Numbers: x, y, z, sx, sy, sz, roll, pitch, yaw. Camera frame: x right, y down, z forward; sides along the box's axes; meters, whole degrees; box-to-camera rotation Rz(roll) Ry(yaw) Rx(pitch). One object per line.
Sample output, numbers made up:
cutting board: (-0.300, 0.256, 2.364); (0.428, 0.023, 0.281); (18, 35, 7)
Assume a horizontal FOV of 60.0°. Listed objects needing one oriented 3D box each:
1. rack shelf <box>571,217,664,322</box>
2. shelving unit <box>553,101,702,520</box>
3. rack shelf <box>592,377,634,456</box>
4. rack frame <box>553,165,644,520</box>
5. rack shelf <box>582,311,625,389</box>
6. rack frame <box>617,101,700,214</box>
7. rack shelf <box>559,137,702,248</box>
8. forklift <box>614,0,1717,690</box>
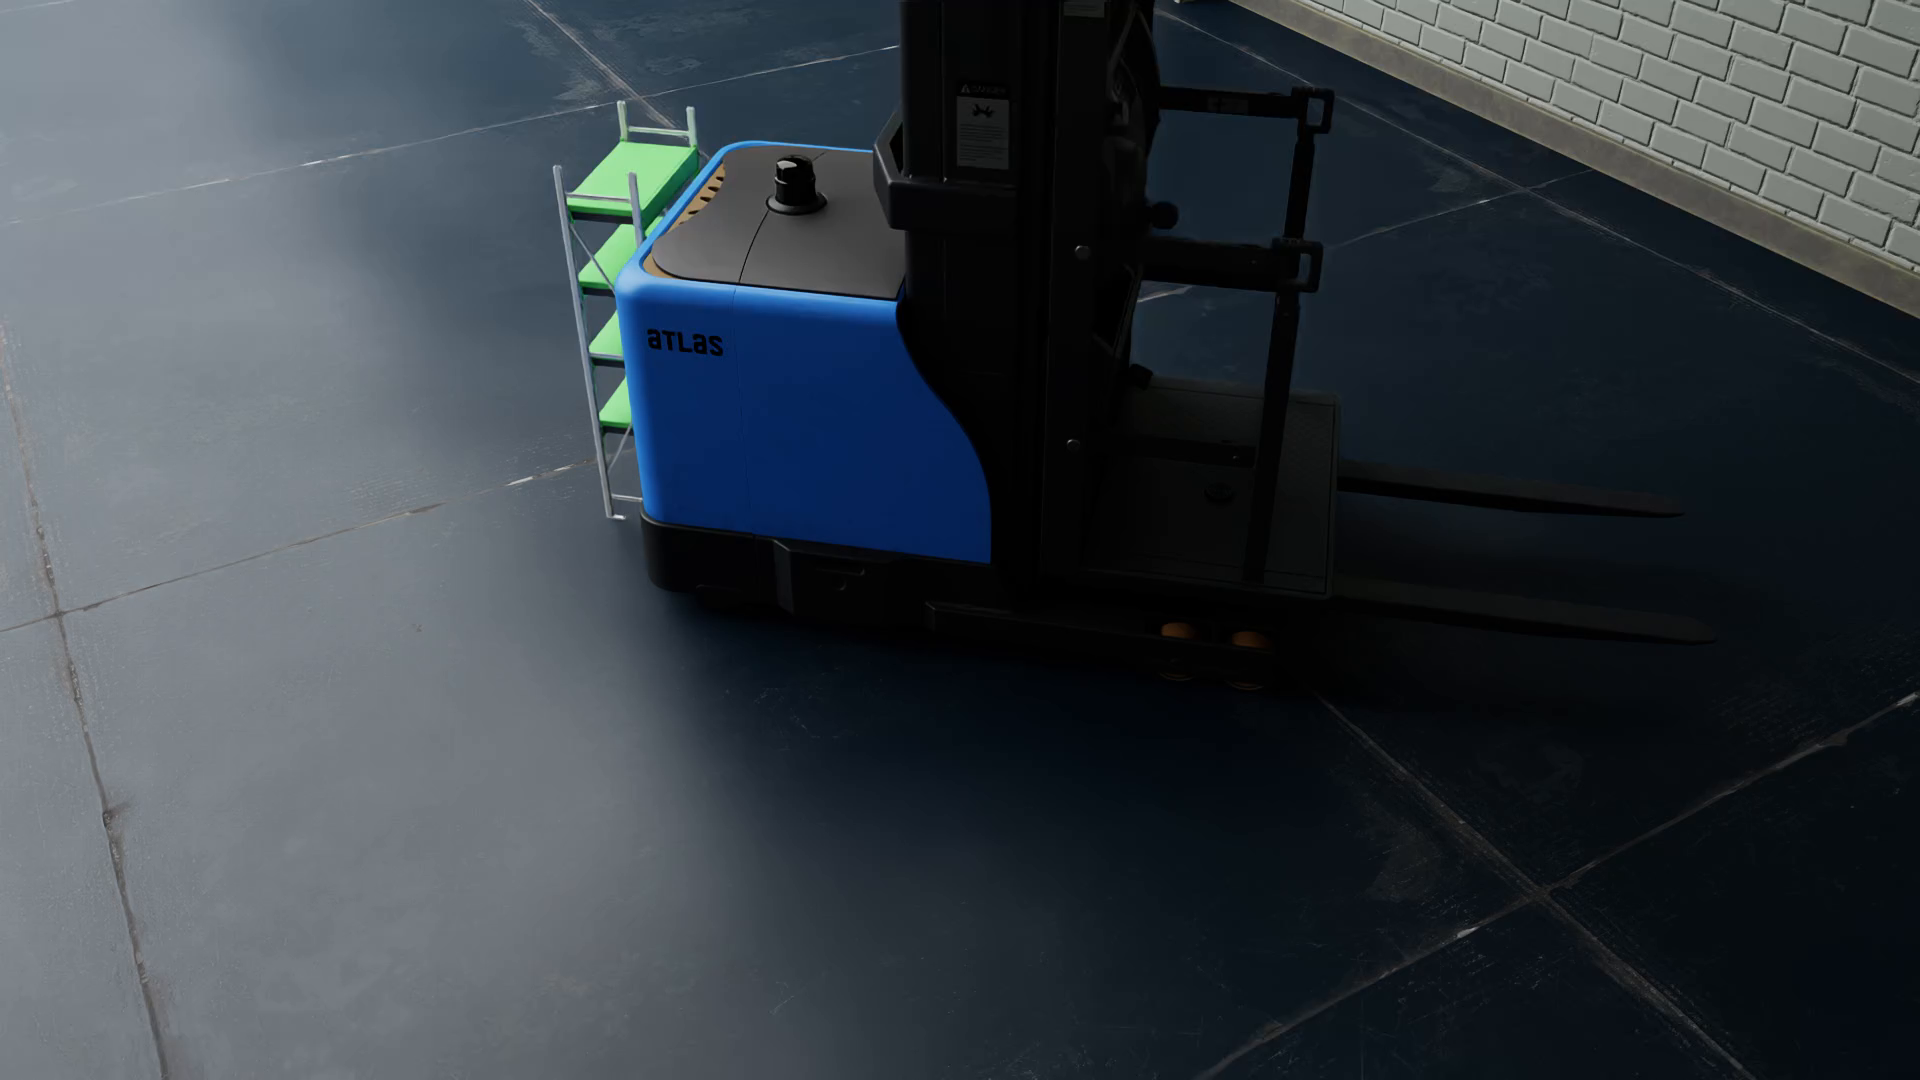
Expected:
rack shelf: (-0.967, -0.828, 5.067); (0.258, 0.148, 0.480); (7, 37, 10)
shelving unit: (-0.966, -0.685, 5.171); (0.258, 1.200, 0.503); (7, 37, 10)
rack shelf: (-0.966, -0.440, 5.350); (0.258, 0.148, 0.480); (7, 37, 10)
rack frame: (-1.016, -0.544, 4.978); (0.240, 1.200, 0.015); (7, 37, 10)
rack shelf: (-0.966, -0.634, 5.209); (0.258, 0.148, 0.480); (7, 37, 10)
rack frame: (-0.917, -0.826, 5.364); (0.240, 1.200, 0.015); (7, 37, 10)
rack shelf: (-0.967, -1.021, 4.926); (0.258, 0.148, 0.480); (7, 37, 10)
forklift: (0.633, -1.105, 4.278); (3.031, 2.935, 1.130); (7, 37, 10)
